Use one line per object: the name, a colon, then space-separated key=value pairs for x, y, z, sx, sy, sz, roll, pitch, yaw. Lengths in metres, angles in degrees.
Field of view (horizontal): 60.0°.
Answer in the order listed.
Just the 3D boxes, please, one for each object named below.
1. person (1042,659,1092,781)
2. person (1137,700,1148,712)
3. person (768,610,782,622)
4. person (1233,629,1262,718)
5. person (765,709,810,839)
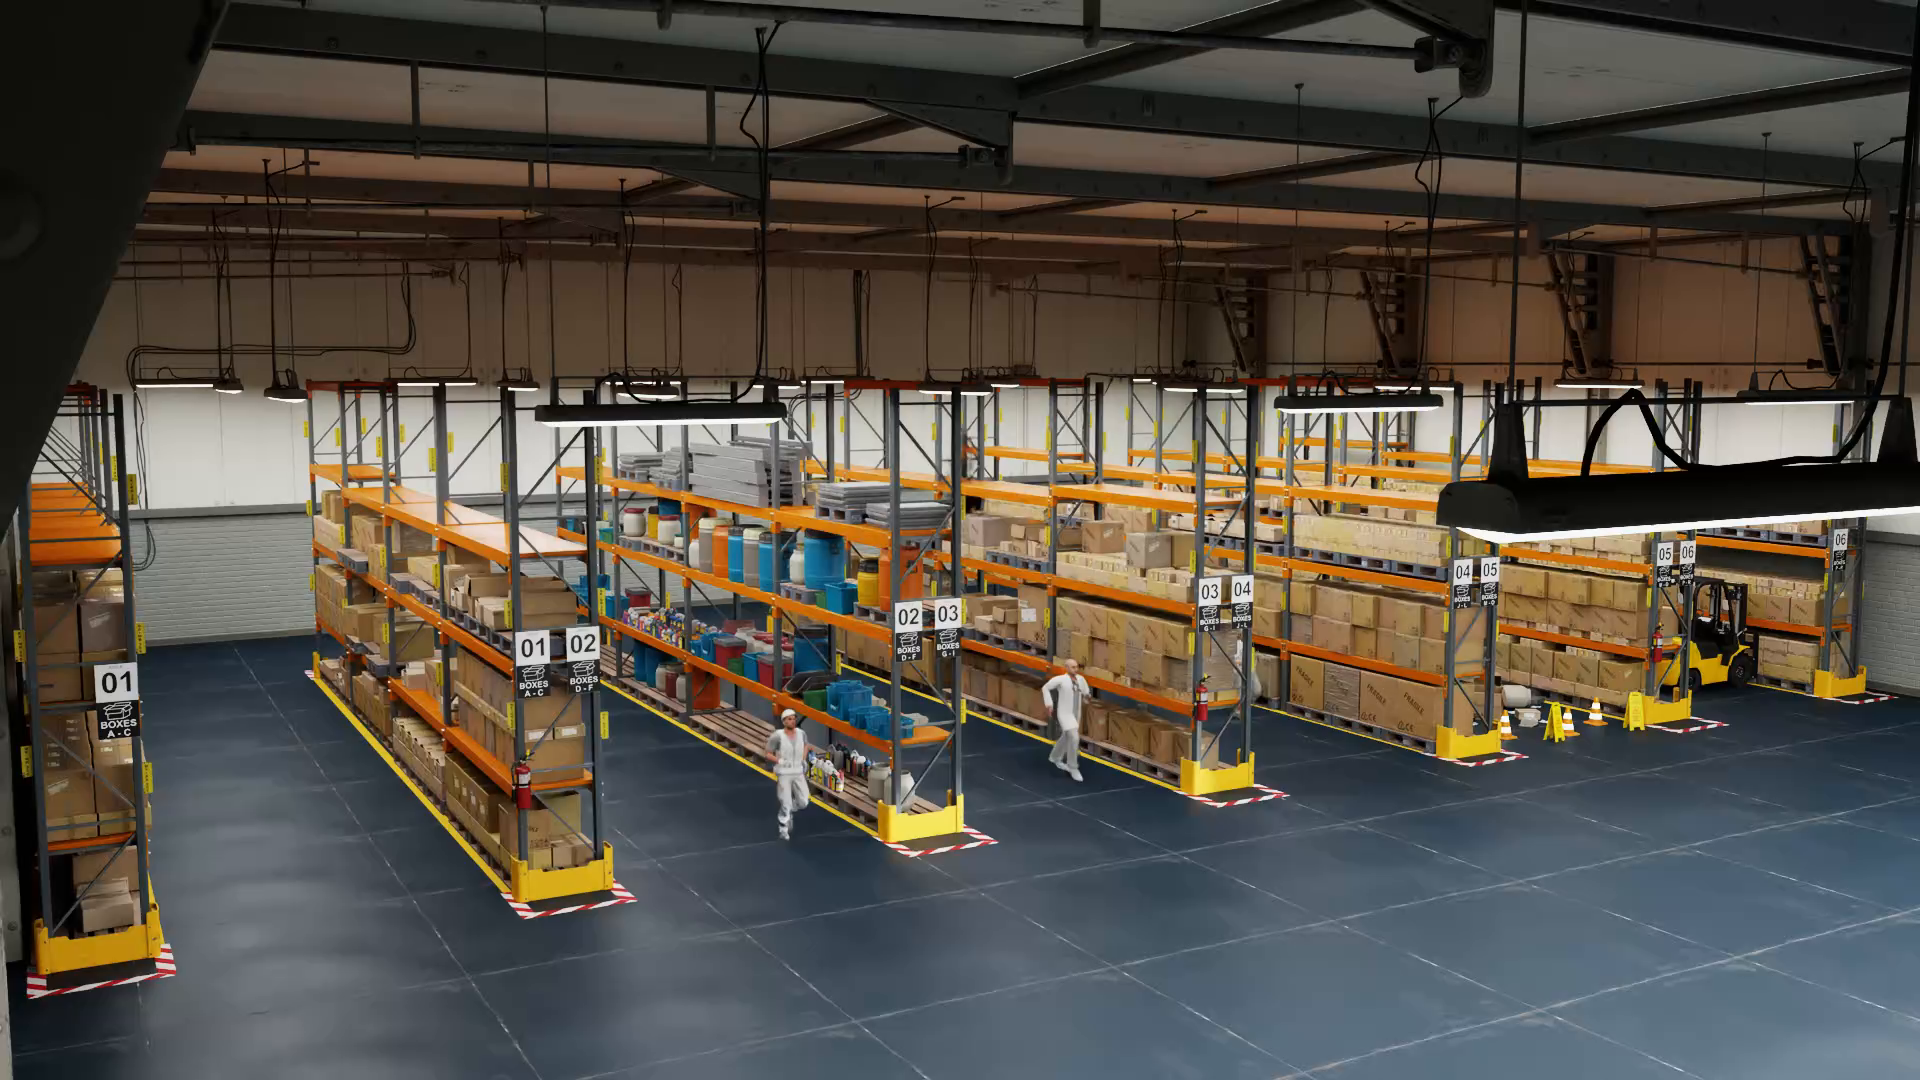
person: x=1.669 y=2.734 z=25.521 sx=0.666 sy=1.847 sz=0.937 roll=-5 pitch=8 yaw=-41
person: x=3.414 y=2.322 z=30.005 sx=0.640 sy=1.660 sz=0.552 roll=-4 pitch=7 yaw=-36
person: x=-4.308 y=1.255 z=39.677 sx=0.569 sy=1.726 sz=0.636 roll=-1 pitch=6 yaw=-6
person: x=5.107 y=2.371 z=29.583 sx=0.591 sy=1.638 sz=0.576 roll=-4 pitch=7 yaw=-32
person: x=-2.244 y=3.110 z=22.085 sx=0.665 sy=1.748 sz=0.599 roll=-4 pitch=7 yaw=-31
